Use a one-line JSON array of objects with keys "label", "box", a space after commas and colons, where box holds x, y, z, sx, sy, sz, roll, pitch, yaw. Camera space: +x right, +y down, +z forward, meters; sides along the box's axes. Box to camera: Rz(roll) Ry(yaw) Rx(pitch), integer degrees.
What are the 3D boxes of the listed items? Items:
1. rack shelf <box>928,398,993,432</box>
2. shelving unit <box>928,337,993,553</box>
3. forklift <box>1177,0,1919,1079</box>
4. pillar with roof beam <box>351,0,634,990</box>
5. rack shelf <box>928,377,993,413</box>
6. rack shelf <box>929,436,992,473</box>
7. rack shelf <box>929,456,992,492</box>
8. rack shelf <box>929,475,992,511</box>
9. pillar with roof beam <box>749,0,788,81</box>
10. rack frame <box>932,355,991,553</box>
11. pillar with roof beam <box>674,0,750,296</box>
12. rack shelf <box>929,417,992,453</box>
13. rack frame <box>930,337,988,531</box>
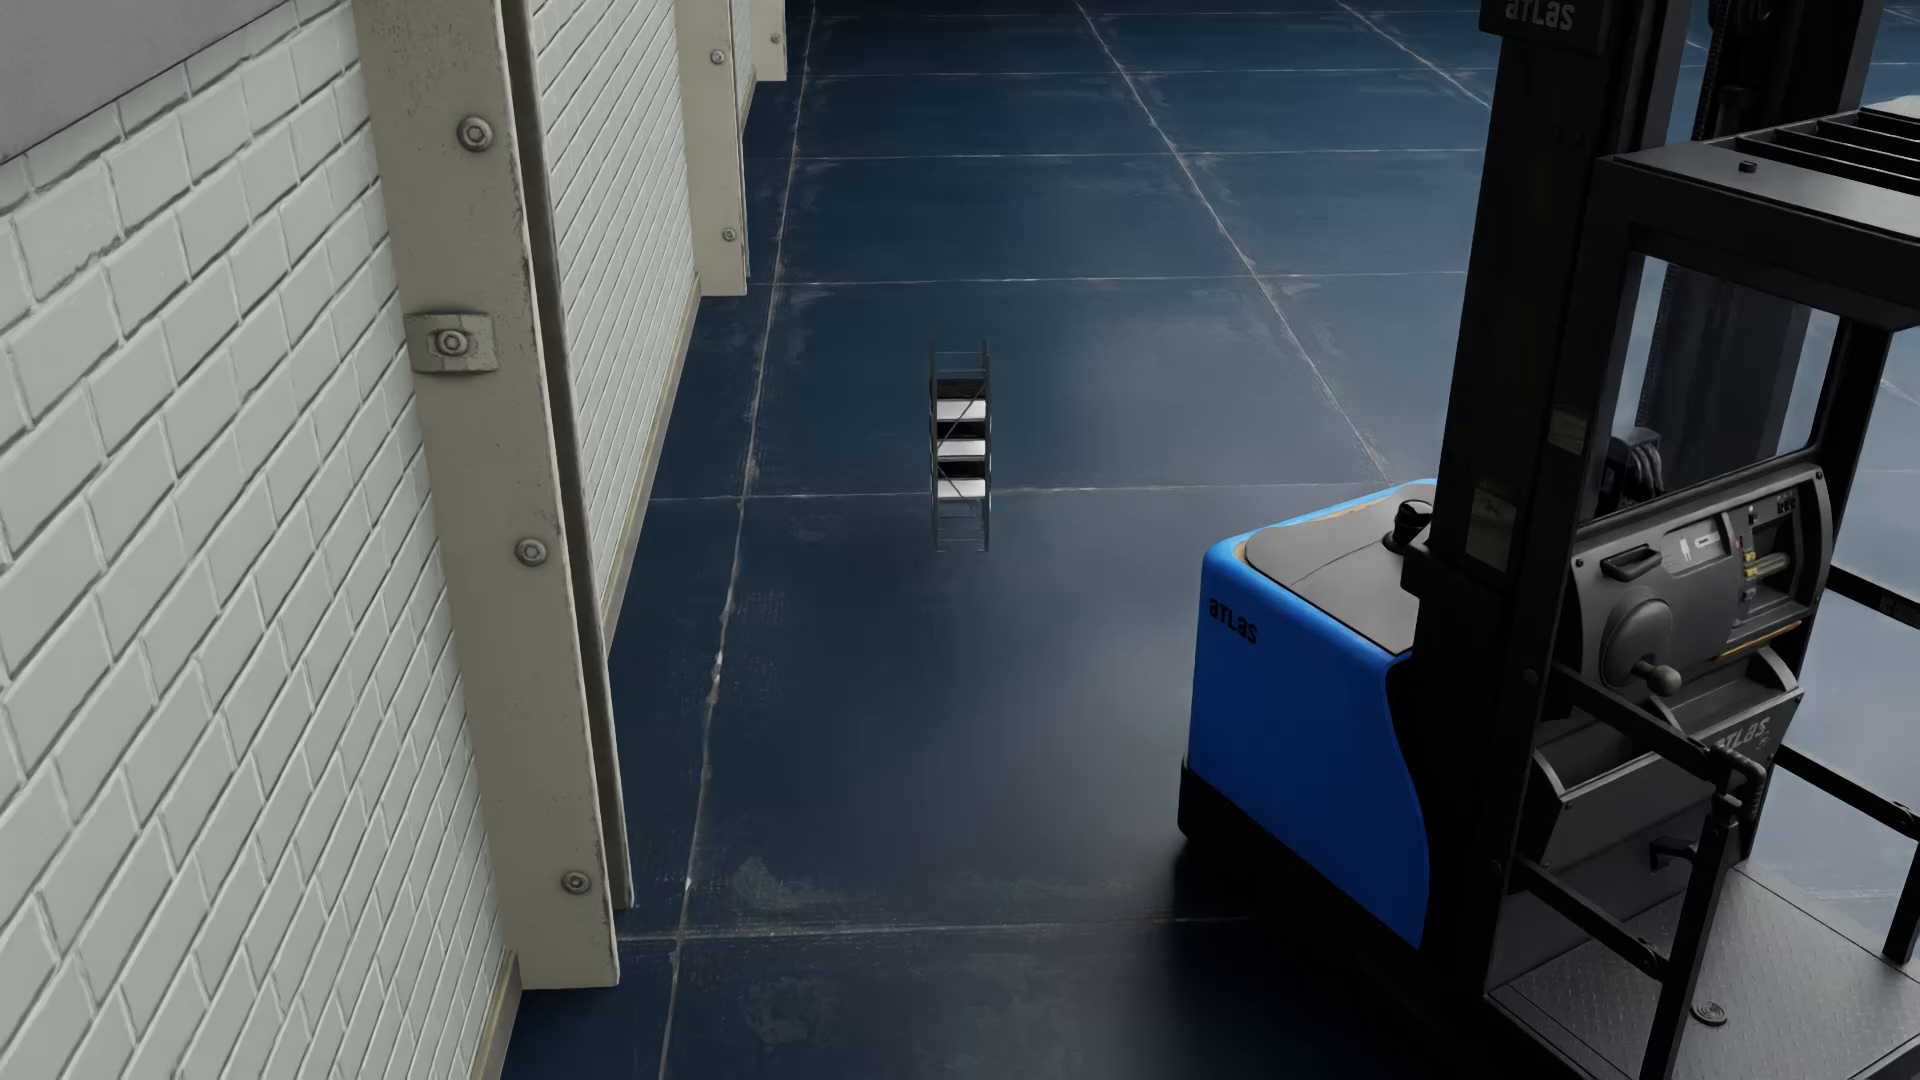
[{"label": "rack shelf", "box": [0.000, -0.525, 6.967, 0.258, 0.077, 0.200, -1, 28, -3]}, {"label": "shelving unit", "box": [0.000, -0.395, 7.035, 0.258, 0.900, 0.210, -1, 28, -3]}, {"label": "forklift", "box": [1.898, 0.132, 3.828, 1.130, 2.935, 3.031, -16, 31, -28]}, {"label": "pillar with roof beam", "box": [3.149, -2.898, 3.075, 9.100, 9.000, 0.400, -1, 28, -3]}, {"label": "rack shelf", "box": [0.000, -0.605, 6.925, 0.258, 0.077, 0.200, -1, 28, -3]}, {"label": "rack shelf", "box": [0.000, -0.366, 7.050, 0.258, 0.077, 0.200, -1, 28, -3]}, {"label": "rack shelf", "box": [0.000, -0.286, 7.092, 0.258, 0.077, 0.200, -1, 28, -3]}, {"label": "rack shelf", "box": [0.000, -0.206, 7.133, 0.258, 0.077, 0.200, -1, 28, -3]}, {"label": "pillar with roof beam", "box": [2.523, -8.439, 13.700, 9.100, 9.000, 0.400, -1, 28, -3]}, {"label": "rack frame", "box": [0.006, -0.348, 6.945, 0.240, 0.900, 0.006, -1, 28, -3]}, {"label": "pillar with roof beam", "box": [2.836, -5.669, 8.388, 9.100, 9.000, 0.400, -1, 28, -3]}, {"label": "rack shelf", "box": [0.000, -0.445, 7.009, 0.258, 0.077, 0.200, -1, 28, -3]}, {"label": "rack frame", "box": [-0.005, -0.442, 7.125, 0.240, 0.900, 0.006, -1, 28, -3]}]
